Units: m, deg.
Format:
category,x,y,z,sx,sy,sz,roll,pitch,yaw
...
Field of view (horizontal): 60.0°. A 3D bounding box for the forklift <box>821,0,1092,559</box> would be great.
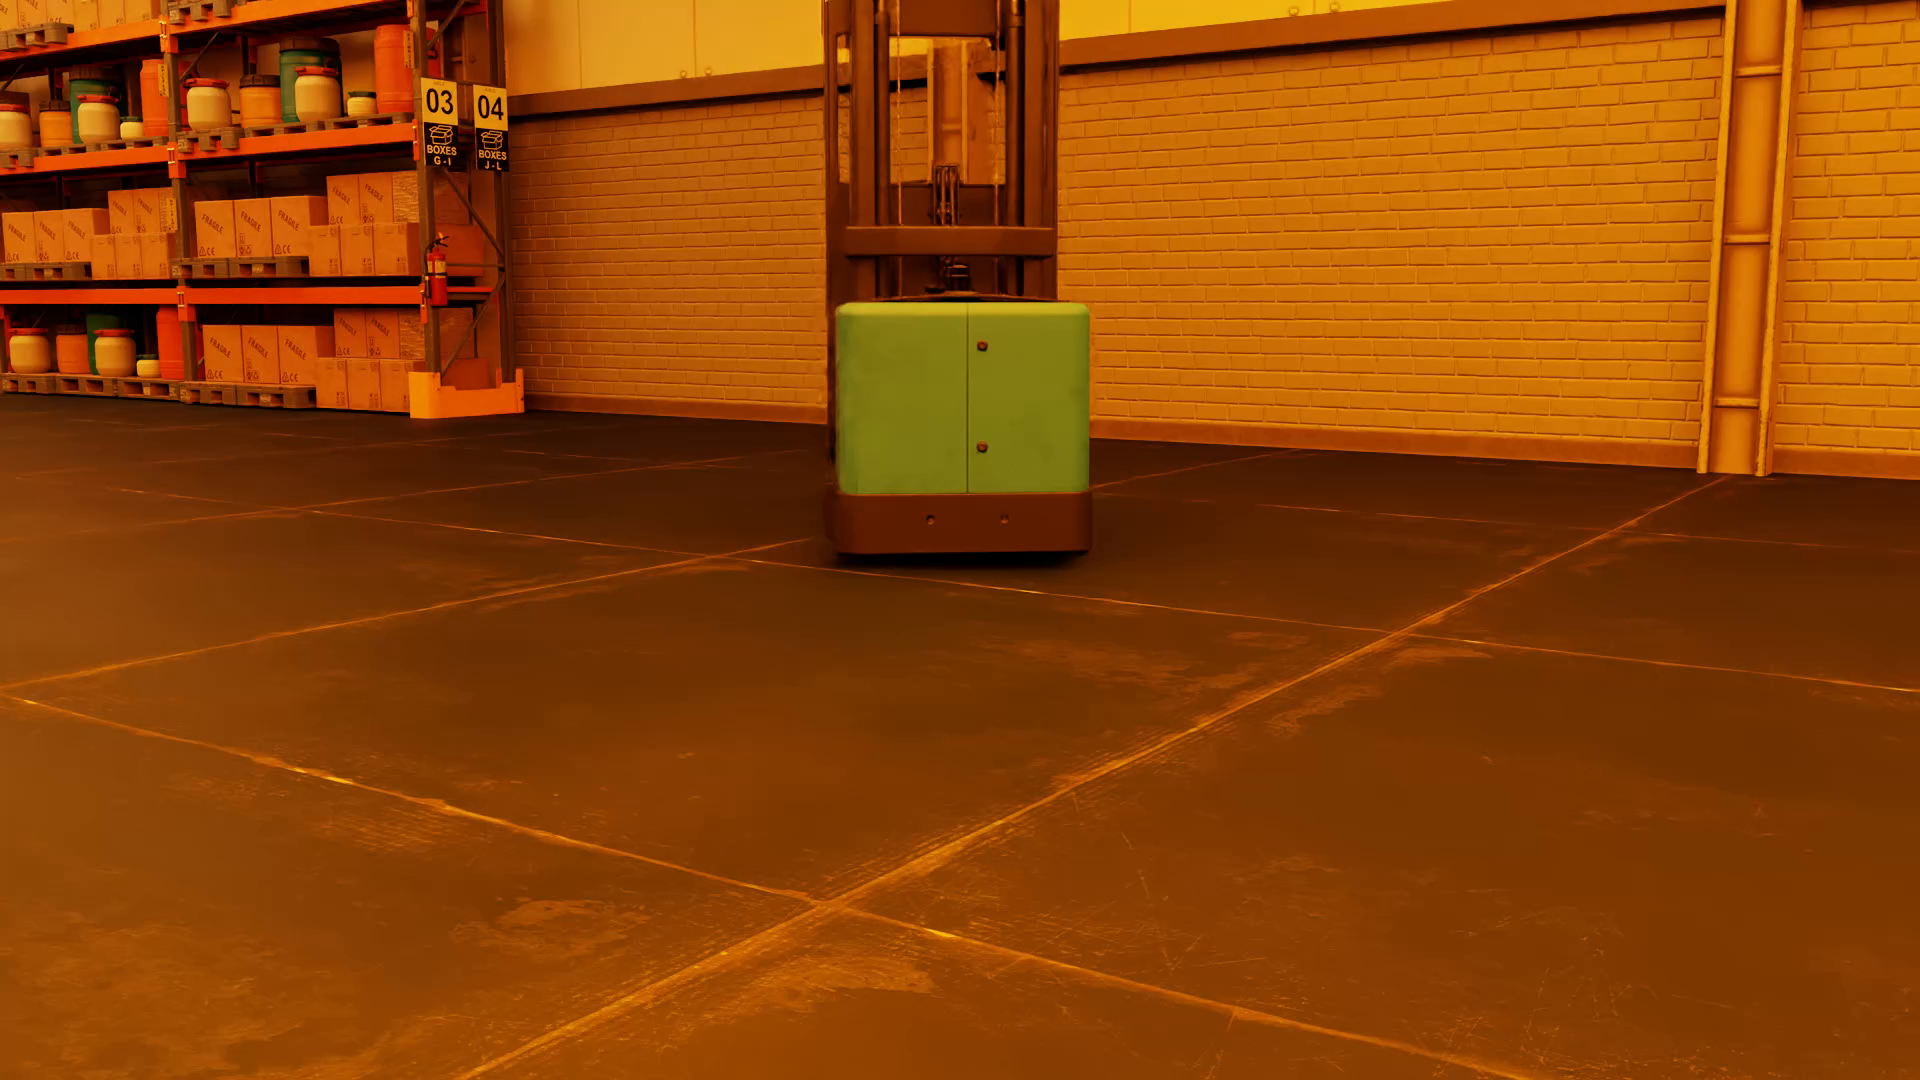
category,x,y,z,sx,sy,sz,roll,pitch,yaw
forklift,-0.111,-1.541,8.029,1.130,2.935,3.031,-1,8,-5
